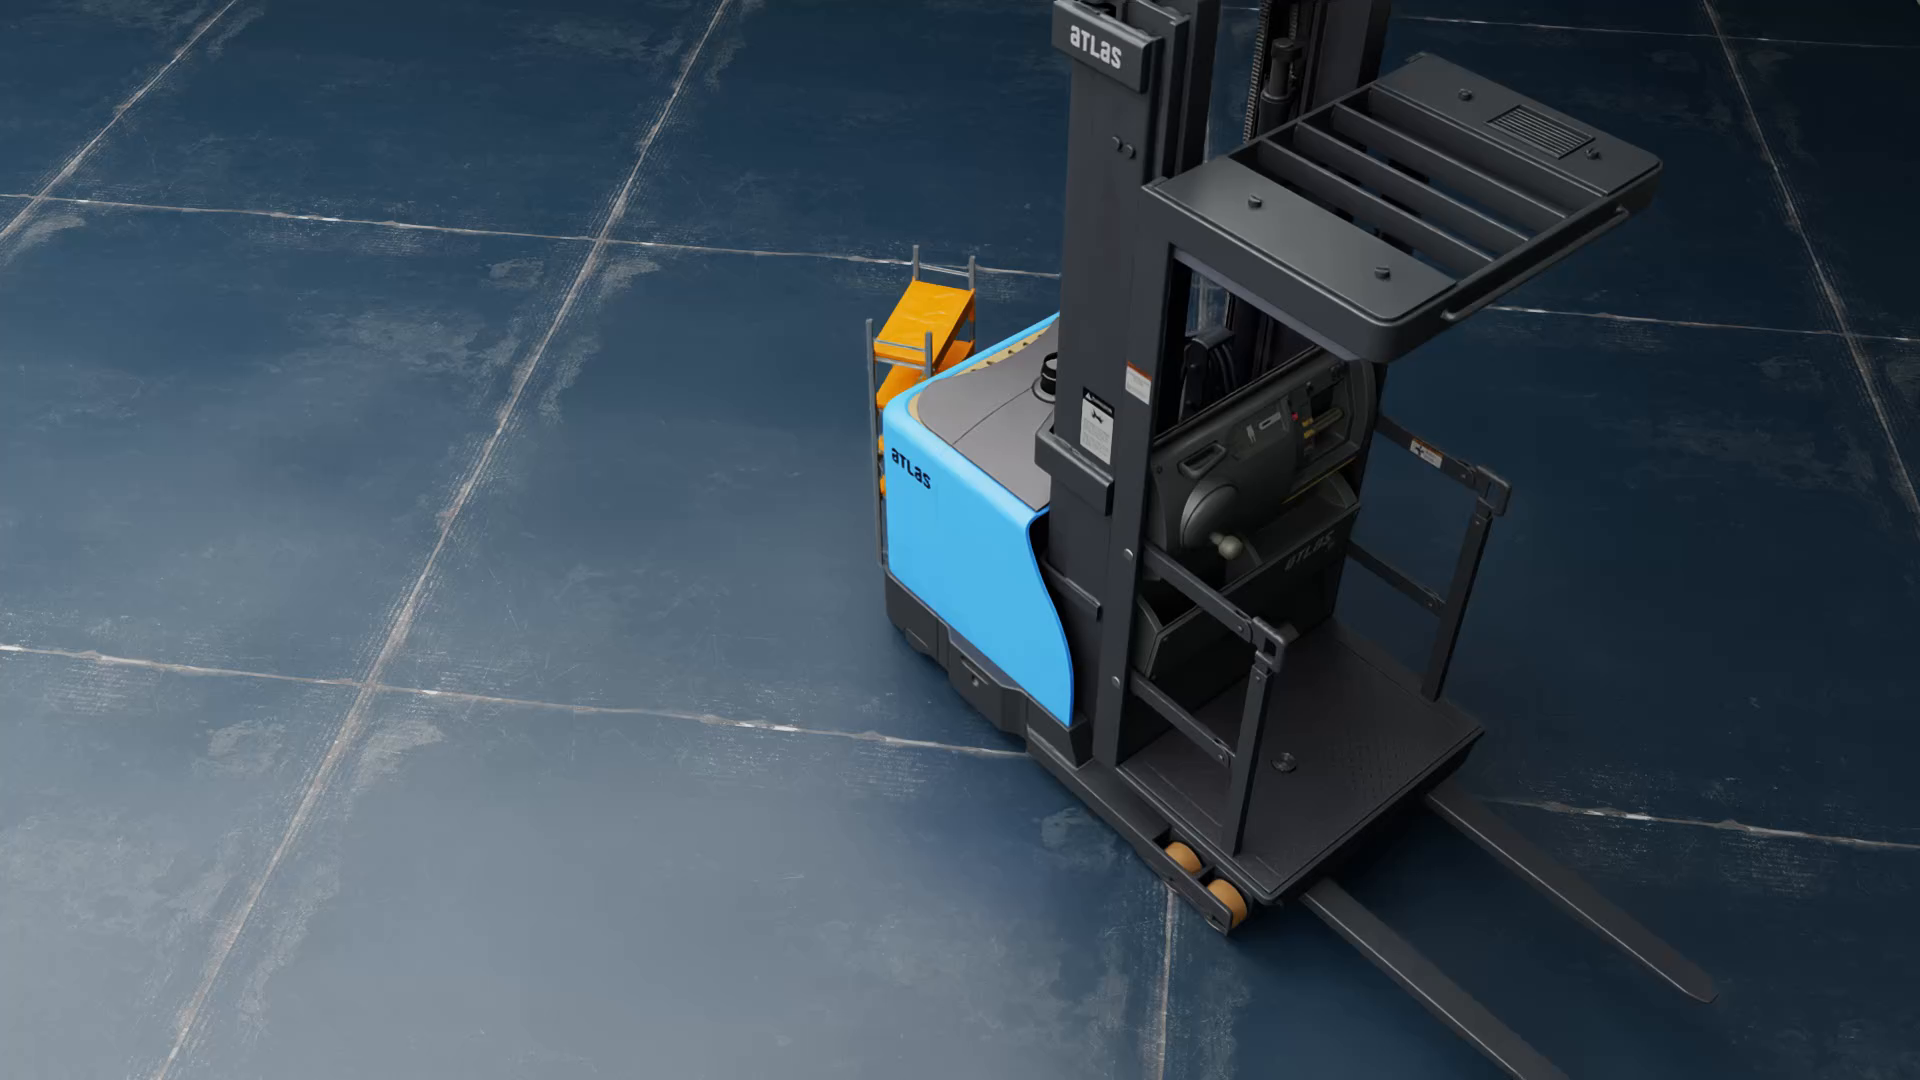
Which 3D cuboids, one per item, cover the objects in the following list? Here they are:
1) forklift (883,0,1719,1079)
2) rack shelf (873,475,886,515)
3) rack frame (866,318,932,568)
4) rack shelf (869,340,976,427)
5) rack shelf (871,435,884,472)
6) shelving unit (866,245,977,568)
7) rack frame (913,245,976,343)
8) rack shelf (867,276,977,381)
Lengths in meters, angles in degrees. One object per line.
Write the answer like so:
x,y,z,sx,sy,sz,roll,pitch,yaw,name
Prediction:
1.051,-0.192,4.821,1.130,2.935,3.031,-30,51,-28,forklift
-0.136,-0.276,6.555,0.258,0.148,0.480,13,45,13,rack shelf
-0.213,-0.310,6.204,0.240,1.200,0.015,13,45,13,rack frame
-0.136,-0.582,6.265,0.258,0.148,0.480,13,45,13,rack shelf
-0.136,-0.420,6.419,0.258,0.148,0.480,13,45,13,rack shelf
-0.136,-0.469,6.372,0.258,1.200,0.503,13,45,13,shelving unit
-0.058,-0.628,6.540,0.240,1.200,0.015,13,45,13,rack frame
-0.136,-0.754,6.102,0.258,0.148,0.480,13,45,13,rack shelf
